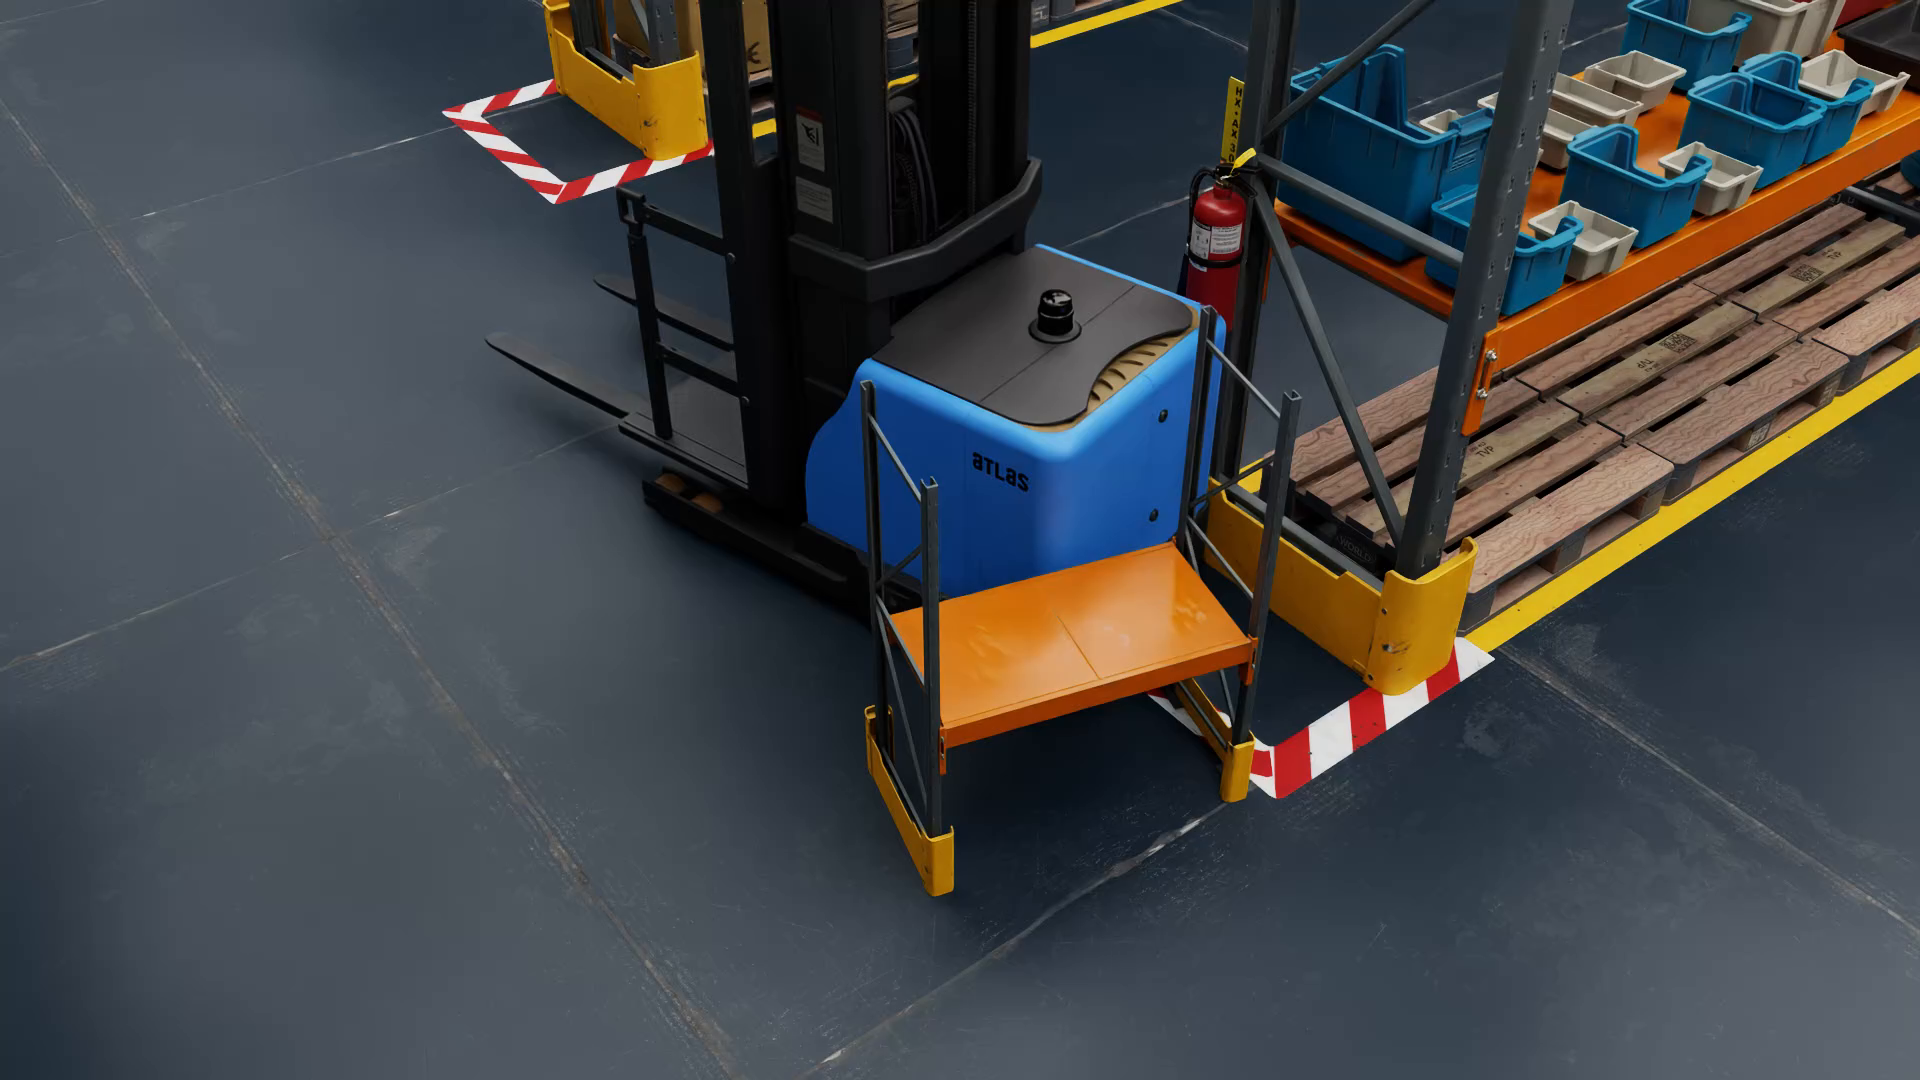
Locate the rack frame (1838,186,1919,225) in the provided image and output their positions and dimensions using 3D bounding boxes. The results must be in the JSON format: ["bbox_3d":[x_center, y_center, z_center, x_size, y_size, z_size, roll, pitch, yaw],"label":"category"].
[{"bbox_3d":[4.411,-2.539,6.980,0.127,3.000,1.000,-26,46,-28],"label":"rack frame"}]

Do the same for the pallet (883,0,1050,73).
[{"bbox_3d":[-0.226,-3.223,10.012,1.213,0.211,1.003,-26,46,-28],"label":"pallet"}]

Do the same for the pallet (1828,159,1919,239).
[{"bbox_3d":[5.048,-1.738,8.202,1.213,0.211,1.003,-26,46,-28],"label":"pallet"}]

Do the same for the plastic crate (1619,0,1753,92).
[{"bbox_3d":[2.711,-1.874,6.254,0.300,0.233,0.416,-26,46,-28],"label":"plastic crate"}]

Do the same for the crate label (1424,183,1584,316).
[{"bbox_3d":[1.635,-0.881,5.044,0.303,0.233,0.416,-26,46,-28],"label":"crate label"}]

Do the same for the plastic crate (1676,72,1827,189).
[{"bbox_3d":[2.679,-1.390,5.664,0.300,0.233,0.416,-26,46,-28],"label":"plastic crate"}]

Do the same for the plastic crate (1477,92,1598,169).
[{"bbox_3d":[2.014,-1.425,5.783,0.243,0.136,0.396,-26,46,-28],"label":"plastic crate"}]

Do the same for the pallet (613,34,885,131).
[{"bbox_3d":[-1.193,-2.754,9.441,1.213,0.211,1.003,-26,46,-28],"label":"pallet"}]

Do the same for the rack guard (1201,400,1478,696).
[{"bbox_3d":[1.228,-0.011,5.869,0.348,0.500,1.175,-26,46,-28],"label":"rack guard"}]

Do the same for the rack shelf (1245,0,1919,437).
[{"bbox_3d":[2.825,-1.488,6.266,4.000,0.370,1.077,-26,46,-28],"label":"rack shelf"}]

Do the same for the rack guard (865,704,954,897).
[{"bbox_3d":[-0.158,0.787,5.093,0.087,0.250,0.587,-14,41,-17],"label":"rack guard"}]

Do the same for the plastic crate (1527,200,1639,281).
[{"bbox_3d":[1.940,-0.926,5.175,0.298,0.136,0.250,-26,46,-28],"label":"plastic crate"}]

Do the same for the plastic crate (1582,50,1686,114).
[{"bbox_3d":[2.443,-1.669,6.080,0.250,0.136,0.298,-26,46,-28],"label":"plastic crate"}]

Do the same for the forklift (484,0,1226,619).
[{"bbox_3d":[-0.581,-1.384,5.626,3.031,2.935,1.130,26,46,28],"label":"forklift"}]

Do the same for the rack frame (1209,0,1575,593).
[{"bbox_3d":[1.239,-0.993,5.095,0.127,3.000,1.000,-26,46,-28],"label":"rack frame"}]

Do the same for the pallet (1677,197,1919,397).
[{"bbox_3d":[3.851,-1.157,7.494,1.213,0.211,1.003,-26,46,-28],"label":"pallet"}]

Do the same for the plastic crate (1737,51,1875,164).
[{"bbox_3d":[2.917,-1.506,5.806,0.300,0.233,0.416,-26,46,-28],"label":"plastic crate"}]

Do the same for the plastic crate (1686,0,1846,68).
[{"bbox_3d":[3.088,-2.019,6.392,0.530,0.282,0.437,-26,46,-28],"label":"plastic crate"}]

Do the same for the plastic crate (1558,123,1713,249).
[{"bbox_3d":[2.157,-1.136,5.354,0.300,0.233,0.416,-26,46,-28],"label":"plastic crate"}]

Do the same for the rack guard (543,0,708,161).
[{"bbox_3d":[-1.798,-2.508,8.913,0.348,0.500,1.175,-26,46,-28],"label":"rack guard"}]

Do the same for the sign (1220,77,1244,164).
[{"bbox_3d":[0.891,-1.327,5.373,0.005,0.325,0.100,-26,46,-28],"label":"sign"}]

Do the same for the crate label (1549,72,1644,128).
[{"bbox_3d":[2.220,-1.545,5.929,0.243,0.136,0.396,-26,46,-28],"label":"crate label"}]

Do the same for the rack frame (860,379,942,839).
[{"bbox_3d":[-0.159,0.304,4.696,0.032,1.500,0.500,-14,41,-17],"label":"rack frame"}]

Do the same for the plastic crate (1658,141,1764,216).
[{"bbox_3d":[2.478,-1.189,5.495,0.298,0.136,0.250,-26,46,-28],"label":"plastic crate"}]

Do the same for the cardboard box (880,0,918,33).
[{"bbox_3d":[-0.599,-3.464,9.452,0.875,0.875,0.875,-26,46,-28],"label":"cardboard box"}]

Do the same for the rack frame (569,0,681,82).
[{"bbox_3d":[-1.779,-3.484,8.132,0.127,3.000,1.000,-26,46,-28],"label":"rack frame"}]

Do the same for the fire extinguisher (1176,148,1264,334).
[{"bbox_3d":[0.843,-0.989,5.446,0.183,0.674,0.296,-26,46,-28],"label":"fire extinguisher"}]

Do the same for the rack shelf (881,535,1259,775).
[{"bbox_3d":[0.313,0.324,4.956,1.000,0.185,0.538,-14,41,-17],"label":"rack shelf"}]

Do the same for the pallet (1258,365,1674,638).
[{"bbox_3d":[1.917,-0.214,6.345,1.213,0.211,1.003,-26,46,-28],"label":"pallet"}]

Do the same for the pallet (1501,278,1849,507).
[{"bbox_3d":[2.883,-0.683,6.916,1.213,0.211,1.003,-26,46,-28],"label":"pallet"}]

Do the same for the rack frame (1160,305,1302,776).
[{"bbox_3d":[0.786,0.066,4.987,0.032,1.500,0.500,-14,41,-17],"label":"rack frame"}]

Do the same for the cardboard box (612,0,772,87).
[{"bbox_3d":[-1.320,-3.112,9.023,0.875,0.875,0.875,-26,46,-28],"label":"cardboard box"}]

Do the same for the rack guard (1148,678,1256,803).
[{"bbox_3d":[0.768,0.554,5.377,0.087,0.250,0.587,-14,41,-17],"label":"rack guard"}]

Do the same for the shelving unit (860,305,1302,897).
[{"bbox_3d":[0.305,0.187,4.839,1.083,1.500,0.587,-14,41,-17],"label":"shelving unit"}]

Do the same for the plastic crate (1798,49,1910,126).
[{"bbox_3d":[3.213,-1.636,6.040,0.466,0.136,0.293,-26,46,-28],"label":"plastic crate"}]

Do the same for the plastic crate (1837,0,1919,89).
[{"bbox_3d":[3.687,-1.888,6.356,0.590,0.125,0.437,-26,46,-28],"label":"plastic crate"}]

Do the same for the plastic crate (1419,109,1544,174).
[{"bbox_3d":[1.775,-1.320,5.655,0.243,0.136,0.396,-26,46,-28],"label":"plastic crate"}]

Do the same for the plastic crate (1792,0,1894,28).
[{"bbox_3d":[3.550,-2.368,6.674,0.583,0.464,0.402,-26,46,-28],"label":"plastic crate"}]

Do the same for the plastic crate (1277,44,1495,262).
[{"bbox_3d":[1.391,-1.253,5.337,0.499,0.435,0.616,-26,46,-28],"label":"plastic crate"}]

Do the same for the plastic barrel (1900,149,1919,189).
[{"bbox_3d":[4.852,-2.092,7.758,0.708,0.901,0.600,-26,46,-28],"label":"plastic barrel"}]

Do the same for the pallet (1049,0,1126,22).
[{"bbox_3d":[0.742,-3.697,10.590,1.213,0.211,1.003,-26,46,-28],"label":"pallet"}]
